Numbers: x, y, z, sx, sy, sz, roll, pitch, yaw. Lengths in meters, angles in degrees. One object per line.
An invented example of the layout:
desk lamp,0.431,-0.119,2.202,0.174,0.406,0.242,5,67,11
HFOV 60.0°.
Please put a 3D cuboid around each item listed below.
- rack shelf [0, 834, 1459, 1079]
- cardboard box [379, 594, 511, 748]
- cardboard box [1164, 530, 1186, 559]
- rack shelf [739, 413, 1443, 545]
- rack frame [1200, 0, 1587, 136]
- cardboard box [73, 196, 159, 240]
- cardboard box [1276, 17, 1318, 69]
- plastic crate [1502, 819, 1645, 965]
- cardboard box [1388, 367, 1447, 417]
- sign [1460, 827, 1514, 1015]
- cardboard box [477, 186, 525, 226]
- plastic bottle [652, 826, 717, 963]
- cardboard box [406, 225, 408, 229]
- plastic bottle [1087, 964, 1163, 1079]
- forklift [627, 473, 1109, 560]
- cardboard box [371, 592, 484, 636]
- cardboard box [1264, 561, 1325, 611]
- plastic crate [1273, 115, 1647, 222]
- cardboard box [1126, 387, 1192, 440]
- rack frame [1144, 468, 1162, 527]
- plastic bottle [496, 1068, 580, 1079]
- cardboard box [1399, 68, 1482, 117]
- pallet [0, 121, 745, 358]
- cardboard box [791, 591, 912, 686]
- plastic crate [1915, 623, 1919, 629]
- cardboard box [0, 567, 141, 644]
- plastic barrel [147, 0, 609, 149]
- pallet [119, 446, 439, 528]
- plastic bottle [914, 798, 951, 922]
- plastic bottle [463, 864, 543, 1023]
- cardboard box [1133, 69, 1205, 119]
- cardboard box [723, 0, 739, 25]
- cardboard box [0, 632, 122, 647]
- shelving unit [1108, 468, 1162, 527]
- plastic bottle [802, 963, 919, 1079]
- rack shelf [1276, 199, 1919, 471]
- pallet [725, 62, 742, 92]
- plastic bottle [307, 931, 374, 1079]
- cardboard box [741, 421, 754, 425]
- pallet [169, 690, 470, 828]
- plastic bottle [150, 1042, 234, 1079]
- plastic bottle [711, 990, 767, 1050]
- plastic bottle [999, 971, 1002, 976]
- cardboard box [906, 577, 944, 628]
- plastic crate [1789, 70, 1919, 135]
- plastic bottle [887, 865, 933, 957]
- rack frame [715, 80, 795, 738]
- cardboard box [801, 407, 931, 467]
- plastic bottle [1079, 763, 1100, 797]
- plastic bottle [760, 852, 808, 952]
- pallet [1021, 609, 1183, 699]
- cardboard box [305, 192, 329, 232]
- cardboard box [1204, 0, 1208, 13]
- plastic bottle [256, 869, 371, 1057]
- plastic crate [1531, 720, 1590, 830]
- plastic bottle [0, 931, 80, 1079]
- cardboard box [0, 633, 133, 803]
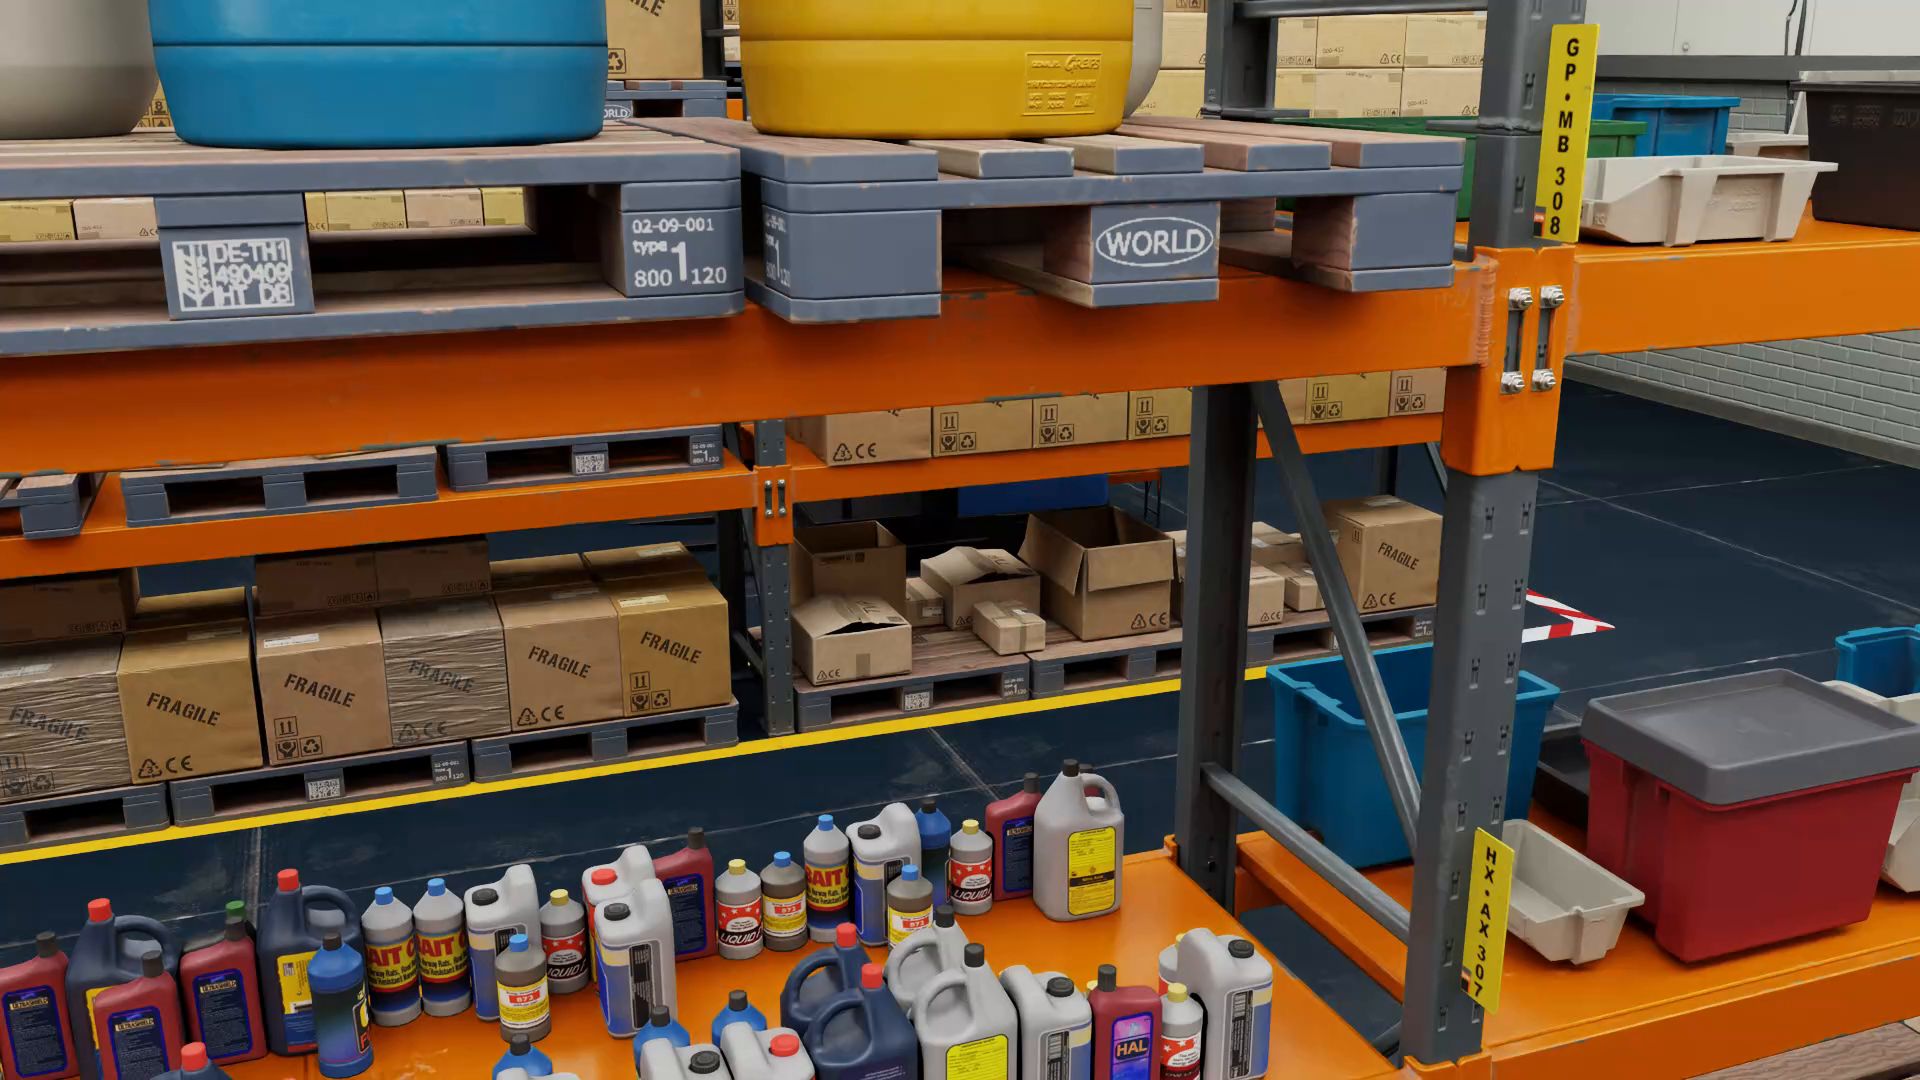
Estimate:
rack shelf,-1.123,1.215,2.913,4.000,0.370,1.077,-6,17,-20
cardboard box,-2.316,0.576,7.468,0.500,0.500,0.500,-6,17,-19
cardboard box,1.167,0.151,9.361,0.500,0.250,0.500,-6,17,-20
rack shelf,0.843,-0.492,8.726,4.000,0.370,1.077,-6,17,-20
rack frame,0.744,-2.210,2.653,0.127,3.000,1.000,-6,17,-20
cardboard box,-5.518,-2.127,10.947,0.500,0.250,0.500,-6,18,-21
cardboard box,1.387,-2.427,8.094,0.500,0.250,0.500,-6,17,-20
plastic crate,1.230,0.757,3.559,0.243,0.136,0.396,-6,17,-20
cardboard box,2.390,-0.970,8.899,0.500,0.500,0.500,-6,17,-18
sign,0.939,0.681,2.966,0.005,0.325,0.100,-6,17,-20
cardboard box,-3.145,-2.384,11.821,0.500,0.250,0.500,-6,17,-19
plastic bottle,-0.580,0.739,3.466,0.133,0.283,0.061,-6,17,-20
cardboard box,-4.087,-1.923,11.583,0.500,0.500,0.500,-6,17,-20
plastic bottle,0.292,0.885,2.970,0.133,0.283,0.061,-6,17,-20
forklift,-0.600,-1.352,10.500,3.031,2.935,1.130,-5,17,-17
cardboard box,-2.527,0.443,7.922,0.500,0.500,0.500,-6,17,-19
cardboard box,1.880,0.247,9.182,0.250,0.166,0.380,-6,17,-20
plastic crate,1.032,-0.791,3.522,0.662,0.188,0.450,-6,17,-20
cardboard box,0.968,-0.817,8.379,0.500,0.500,0.500,-6,18,-21
rack frame,1.328,-0.695,11.337,0.015,1.200,0.240,-5,17,-17
plastic bottle,-0.662,0.977,2.667,0.135,0.276,0.152,-6,17,-20
cardboard box,2.325,-2.285,8.497,0.500,0.250,0.500,-6,17,-20
pallet,-1.011,-0.460,2.354,1.213,0.211,1.003,-6,17,-20
cardboard box,-0.555,0.458,8.205,0.500,0.311,0.500,-6,17,-20
plastic crate,2.901,0.388,4.645,0.300,0.233,0.416,-6,17,-20
cardboard box,-3.920,0.234,7.303,0.500,0.250,0.500,-5,17,-18
plastic barrel,-0.795,-1.001,2.223,0.708,0.901,0.600,-6,17,-20
pallet,-2.946,-0.337,7.263,1.213,0.211,1.003,-6,17,-20
plastic bottle,-0.068,0.695,3.638,0.097,0.271,0.097,0,16,0
plastic bottle,-0.906,0.791,3.301,0.135,0.276,0.152,-6,17,-20
cardboard box,0.919,-2.137,7.994,0.500,0.250,0.500,-6,17,-20
cardboard box,-1.557,-3.966,11.970,0.500,0.500,0.500,-7,18,-21
cardboard box,-3.971,0.600,7.386,0.500,0.500,0.500,-5,17,-18
shelving unit,1.096,-0.675,11.266,0.503,1.200,0.258,-5,17,-17
plastic bottle,-0.170,0.889,2.833,0.185,0.351,0.144,-6,17,-20
rack shelf,2.612,-0.627,3.864,4.000,0.370,1.077,-6,17,-20
pallet,-2.033,-3.415,12.236,1.213,0.211,1.003,-6,17,-20
plastic bottle,-1.154,0.855,3.090,0.097,0.271,0.097,0,16,0
cardboard box,-1.596,-1.039,13.002,0.500,0.500,0.700,-6,18,-21
pallet,-2.912,0.919,7.595,1.213,0.211,1.003,-6,17,-20
plastic bottle,-1.206,0.955,2.608,0.185,0.351,0.144,-6,17,-20
plastic bottle,-0.382,0.912,2.898,0.097,0.271,0.097,0,16,0
plastic bottle,0.089,0.894,3.081,0.097,0.201,0.097,0,16,0
cardboard box,-0.266,0.336,8.910,0.250,0.149,0.380,-6,17,-20
plastic crate,2.299,-0.975,3.981,0.530,0.282,0.437,-6,17,-20
plastic bottle,-0.104,0.778,3.478,0.097,0.201,0.097,0,16,0
rack frame,-1.025,-0.635,7.938,0.127,3.000,1.000,-6,17,-20
cardboard box,-0.451,-0.663,7.854,0.500,0.500,0.500,-6,17,-19
plastic bottle,0.249,0.649,3.771,0.133,0.283,0.061,-6,17,-20
plastic bottle,-0.375,0.761,3.534,0.097,0.201,0.097,0,16,0
pallet,0.758,0.510,8.988,1.213,0.211,1.003,-6,17,-20
cardboard box,-4.578,-2.232,11.303,0.500,0.250,0.500,-7,18,-21
cardboard box,1.311,-2.843,8.179,0.500,0.500,0.700,-6,17,-20
plastic bottle,-1.238,0.790,3.172,0.185,0.351,0.144,-6,17,-20
plastic crate,1.693,0.588,4.154,0.590,0.125,0.437,-6,17,-20
plastic bottle,-1.699,0.859,3.055,0.133,0.283,0.061,-6,17,-20
cardboard box,-3.746,0.731,6.940,0.500,0.500,0.500,-7,18,-22
